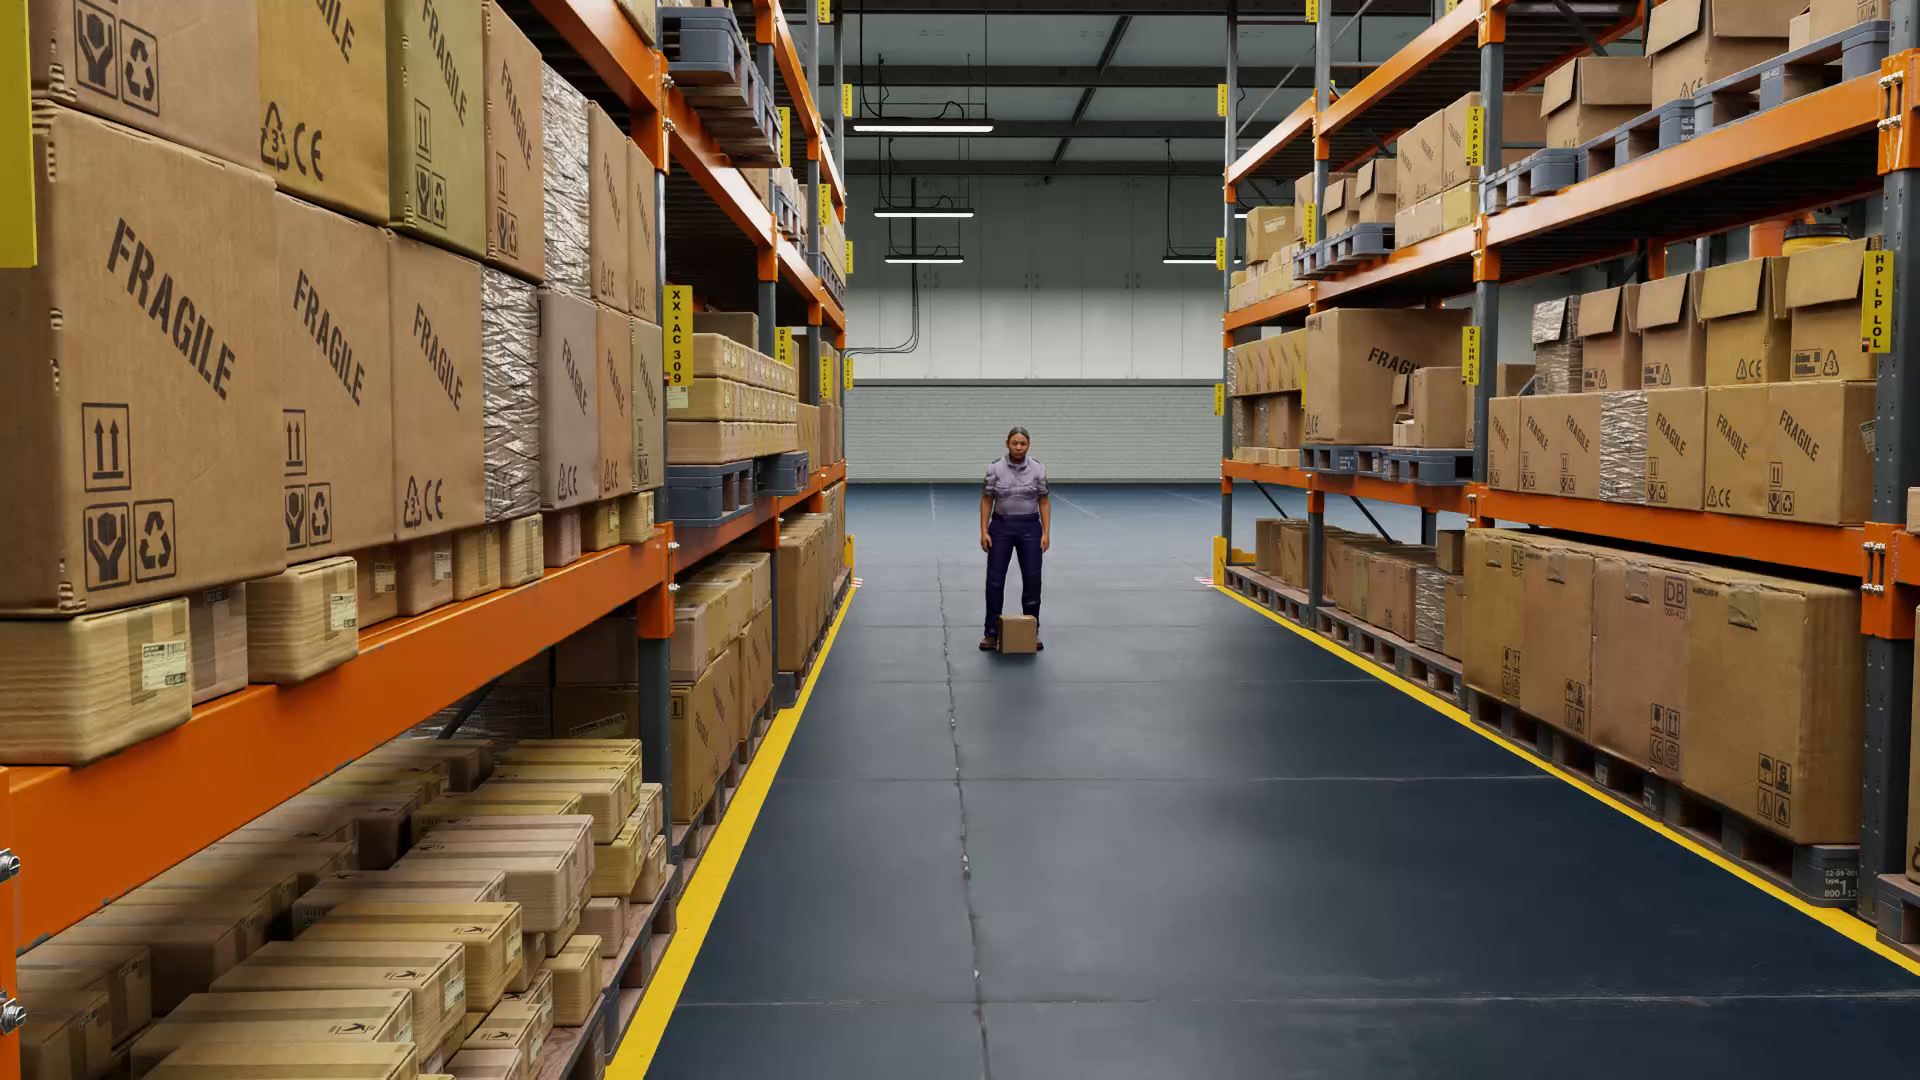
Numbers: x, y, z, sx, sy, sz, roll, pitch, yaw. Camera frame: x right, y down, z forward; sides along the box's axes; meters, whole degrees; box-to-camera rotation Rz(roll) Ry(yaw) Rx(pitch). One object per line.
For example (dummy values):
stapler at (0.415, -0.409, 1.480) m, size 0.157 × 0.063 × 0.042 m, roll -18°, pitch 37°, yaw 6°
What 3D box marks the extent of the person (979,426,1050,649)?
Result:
person at (0.407, -0.024, 12.406) m, size 0.537 × 1.651 × 0.373 m, roll 0°, pitch 4°, yaw -1°
